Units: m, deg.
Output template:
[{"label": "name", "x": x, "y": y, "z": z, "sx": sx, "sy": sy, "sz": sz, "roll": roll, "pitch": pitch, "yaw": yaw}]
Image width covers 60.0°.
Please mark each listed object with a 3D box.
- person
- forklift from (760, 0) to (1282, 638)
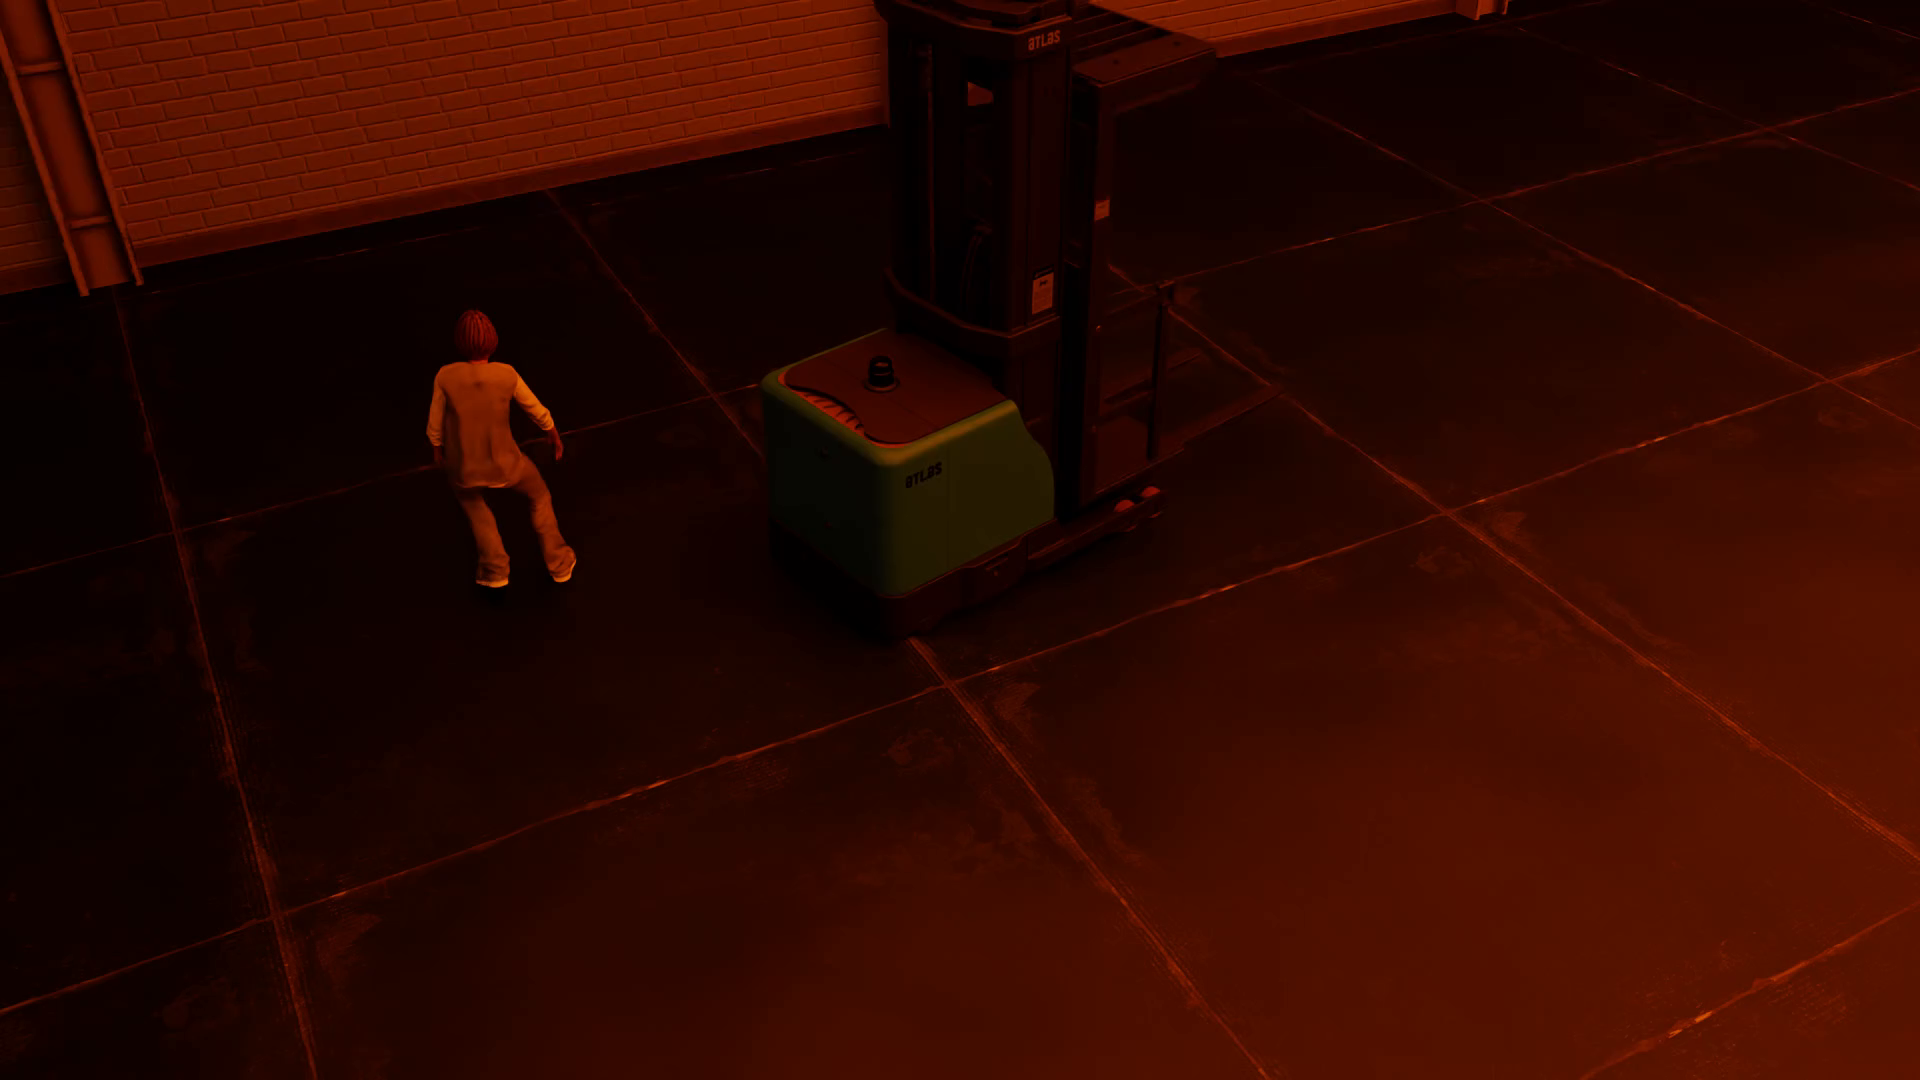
[{"label": "person", "x": -2.196, "y": -0.407, "z": 7.912, "sx": 0.600, "sy": 1.519, "sz": 0.409, "roll": -9, "pitch": 36, "yaw": -12}, {"label": "forklift", "x": 0.475, "y": -1.446, "z": 8.169, "sx": 3.031, "sy": 2.935, "sz": 1.130, "roll": -26, "pitch": 43, "yaw": -32}]
